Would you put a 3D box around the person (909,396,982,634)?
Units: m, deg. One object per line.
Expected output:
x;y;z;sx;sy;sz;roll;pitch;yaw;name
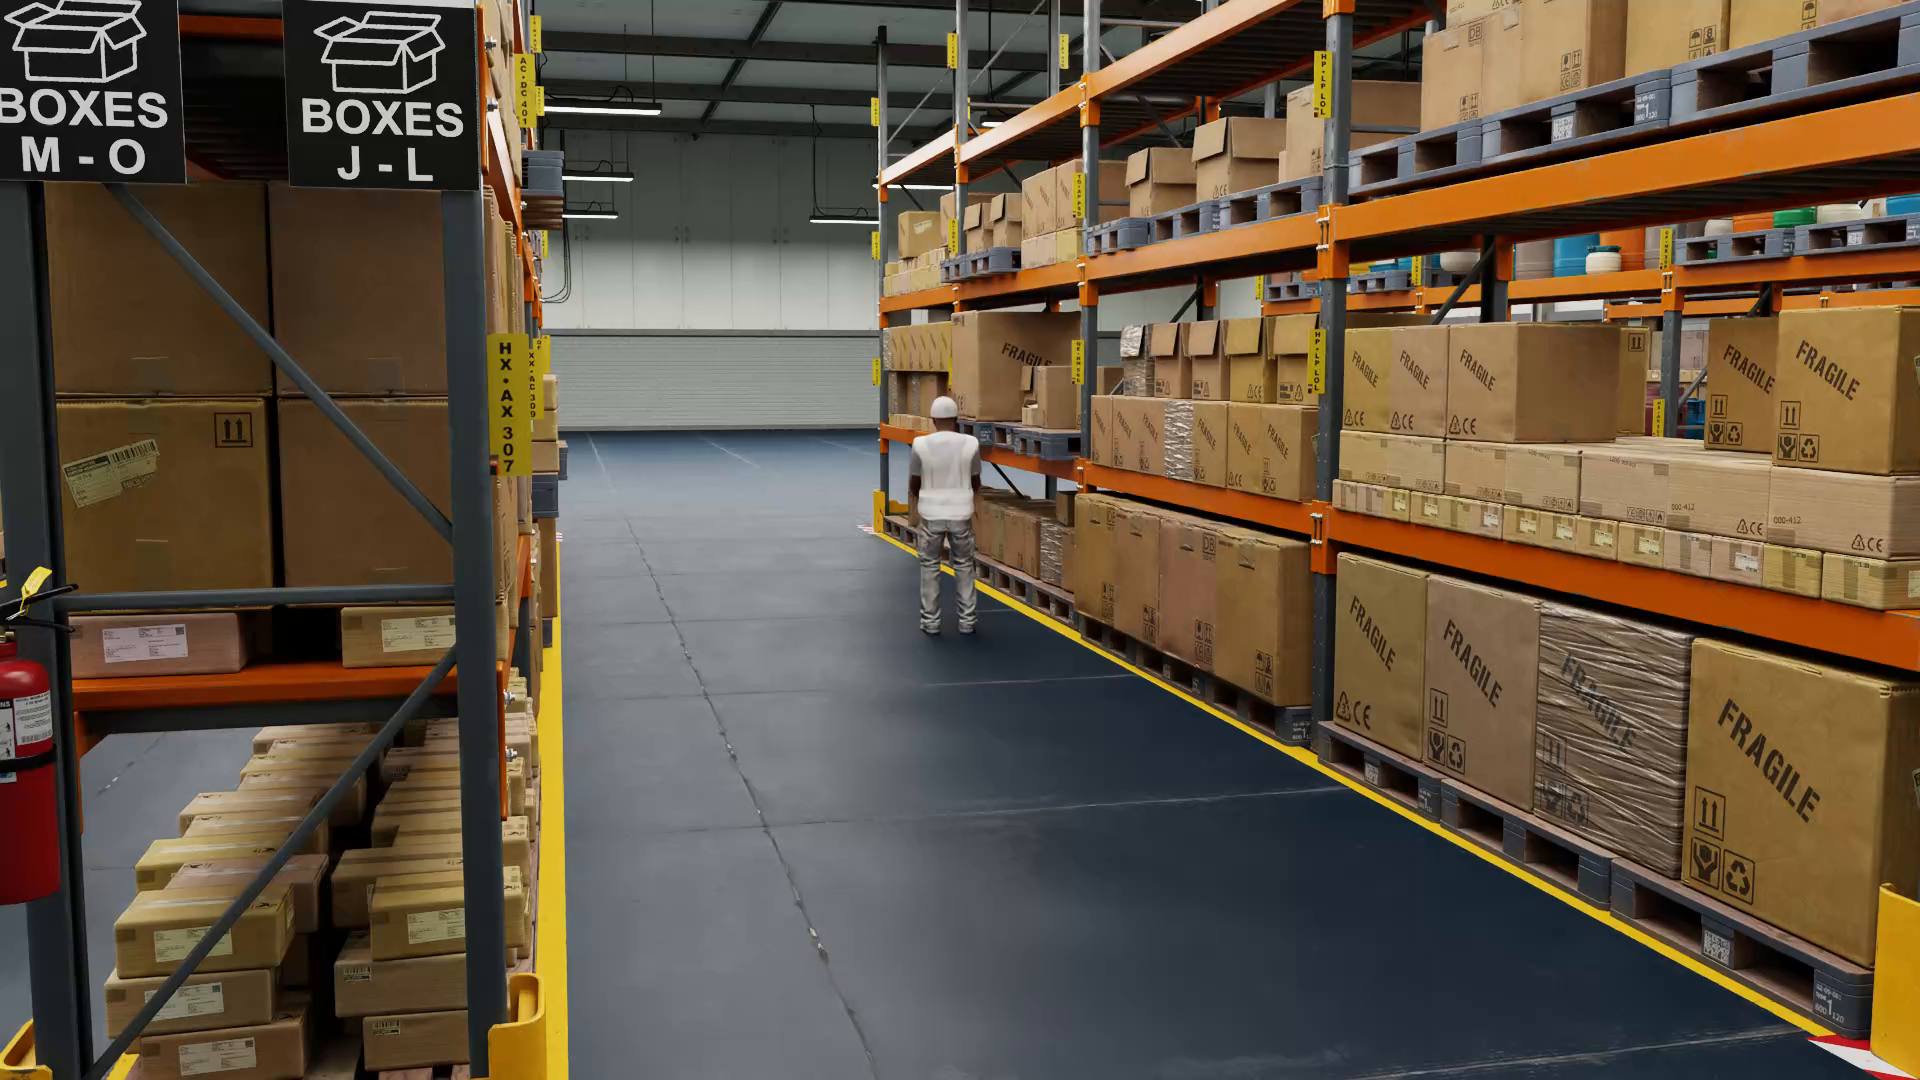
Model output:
-0.115;-0.194;12.616;0.546;1.788;0.509;0;6;-5;person
